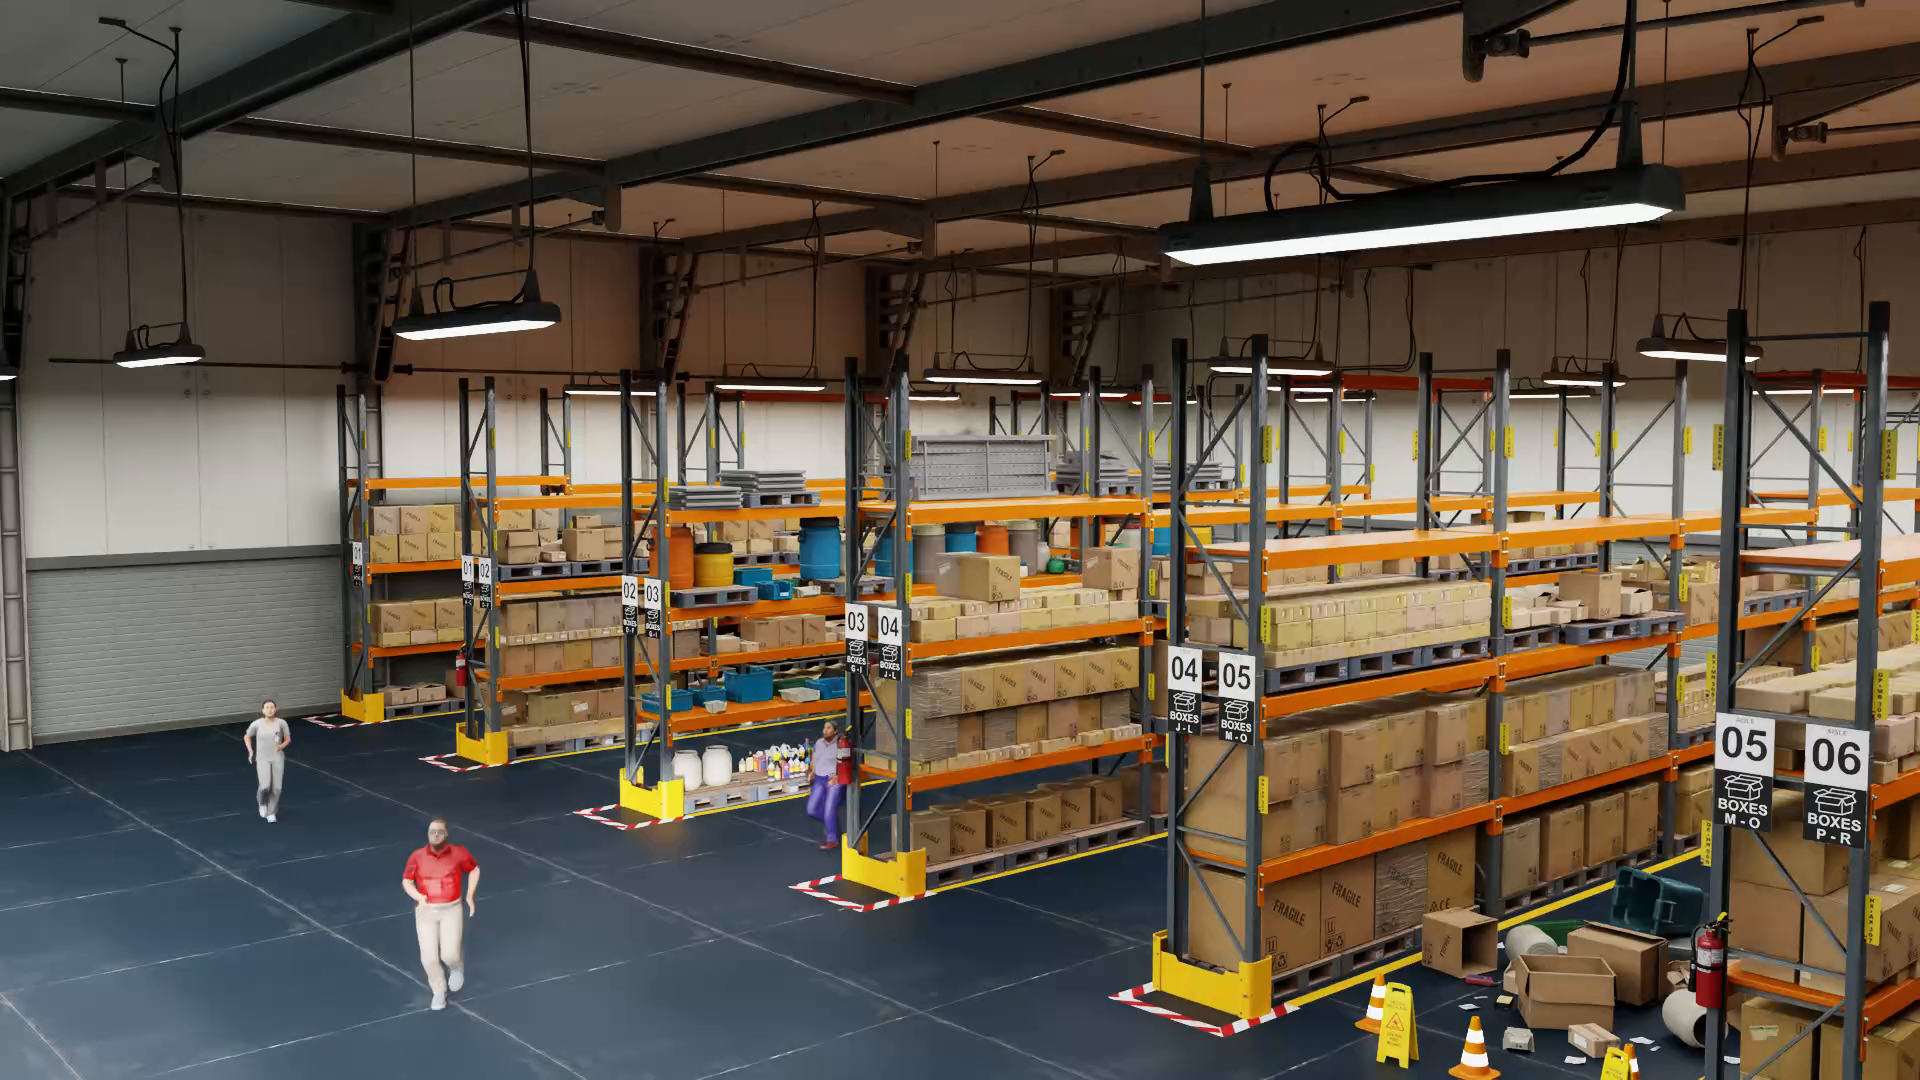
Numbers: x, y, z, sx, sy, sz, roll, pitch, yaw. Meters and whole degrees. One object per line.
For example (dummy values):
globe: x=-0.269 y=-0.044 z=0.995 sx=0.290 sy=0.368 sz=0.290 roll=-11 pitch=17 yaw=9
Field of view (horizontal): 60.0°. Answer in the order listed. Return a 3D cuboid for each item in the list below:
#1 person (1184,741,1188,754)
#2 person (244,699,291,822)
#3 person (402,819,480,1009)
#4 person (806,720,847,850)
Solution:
person: x=3.624 y=2.656 z=24.984 sx=0.715 sy=1.735 sz=0.826 roll=3 pitch=5 yaw=40
person: x=-9.072 y=2.908 z=21.847 sx=0.550 sy=1.630 sz=0.565 roll=-2 pitch=4 yaw=-29
person: x=-4.657 y=3.349 z=14.901 sx=0.660 sy=1.686 sz=0.594 roll=-1 pitch=4 yaw=-11
person: x=-1.602 y=3.024 z=20.601 sx=0.633 sy=1.578 sz=0.531 roll=2 pitch=4 yaw=26
